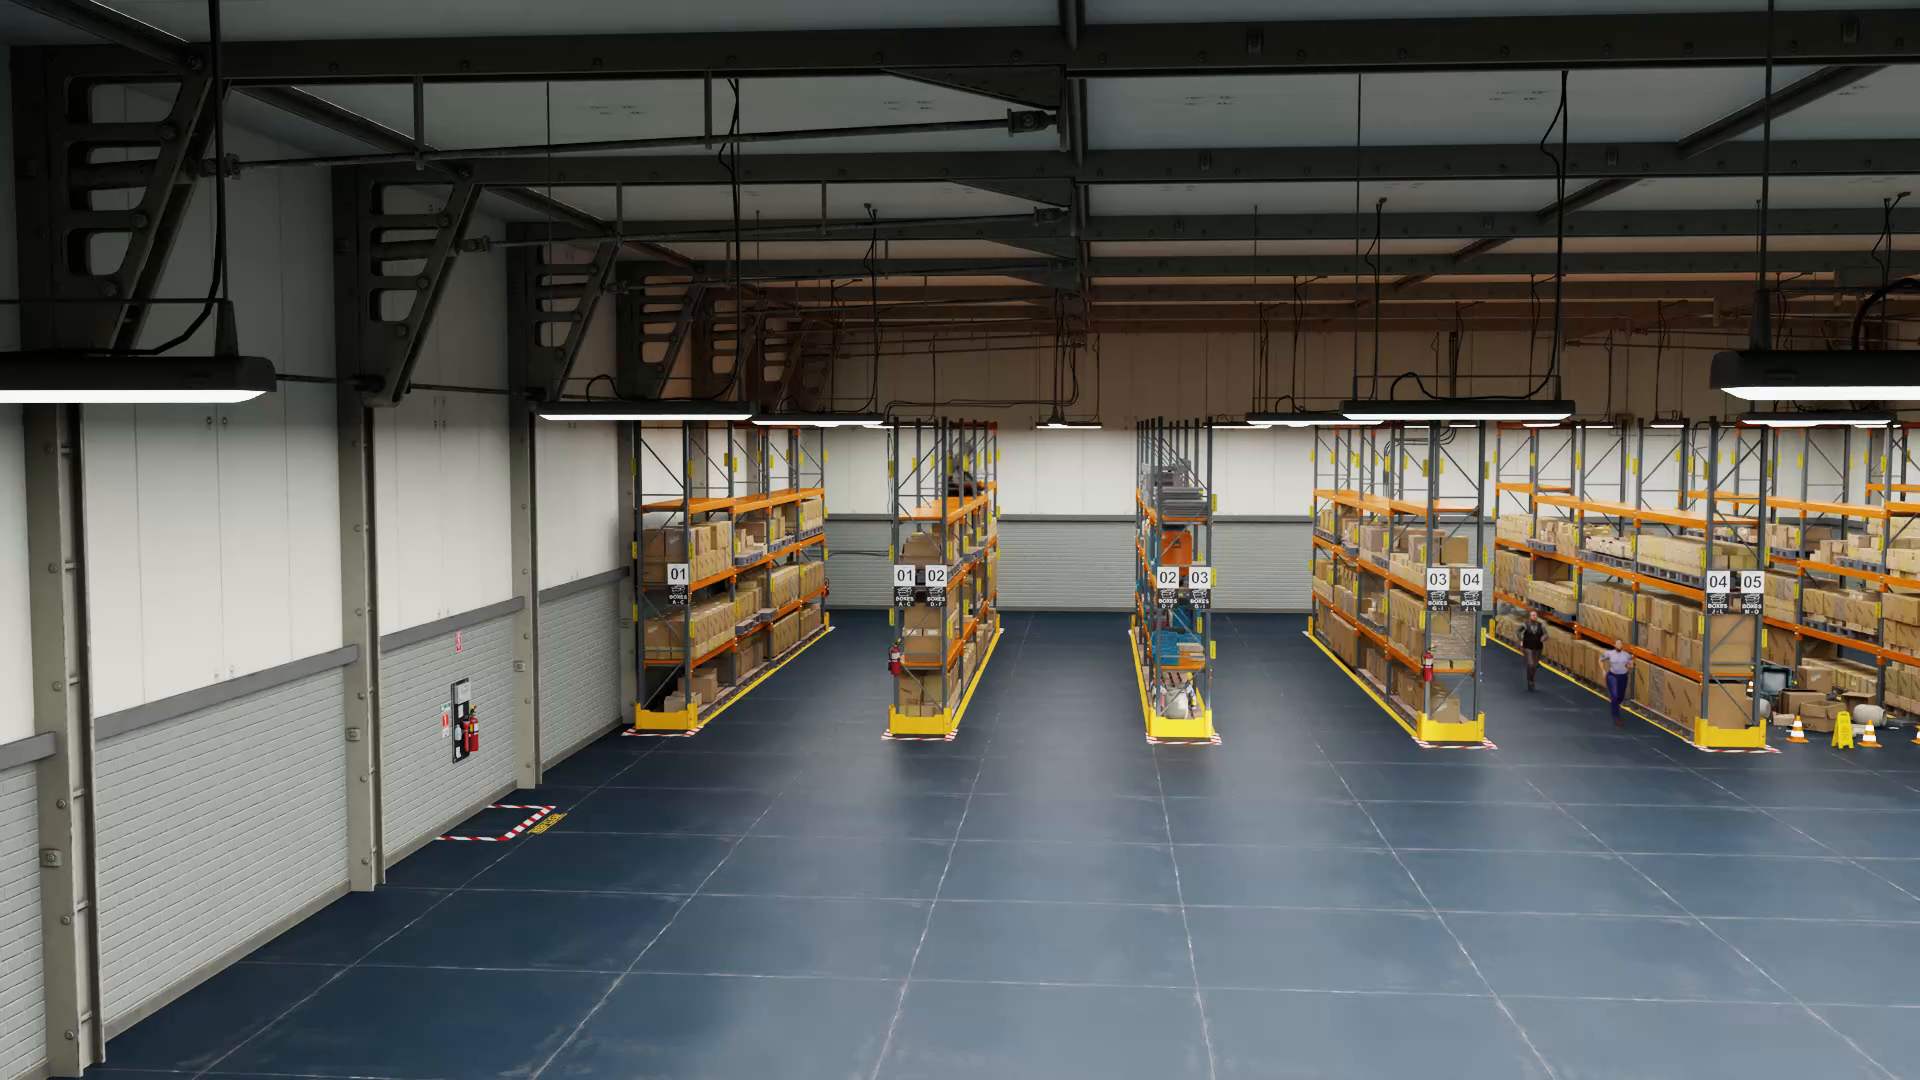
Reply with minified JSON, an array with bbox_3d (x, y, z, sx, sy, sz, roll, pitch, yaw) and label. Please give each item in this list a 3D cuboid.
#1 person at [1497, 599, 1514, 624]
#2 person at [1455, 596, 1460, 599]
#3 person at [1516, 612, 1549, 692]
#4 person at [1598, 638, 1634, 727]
[{"bbox_3d":[15.596,1.824,47.565,0.772,1.575,0.672,3,5,39],"label":"person"},{"bbox_3d":[13.438,1.988,44.844,0.538,1.633,0.719,1,4,8],"label":"person"},{"bbox_3d":[12.702,2.462,36.858,0.644,1.772,0.793,0,4,2],"label":"person"},{"bbox_3d":[12.882,2.758,32.584,0.594,1.671,0.877,0,4,-3],"label":"person"}]
